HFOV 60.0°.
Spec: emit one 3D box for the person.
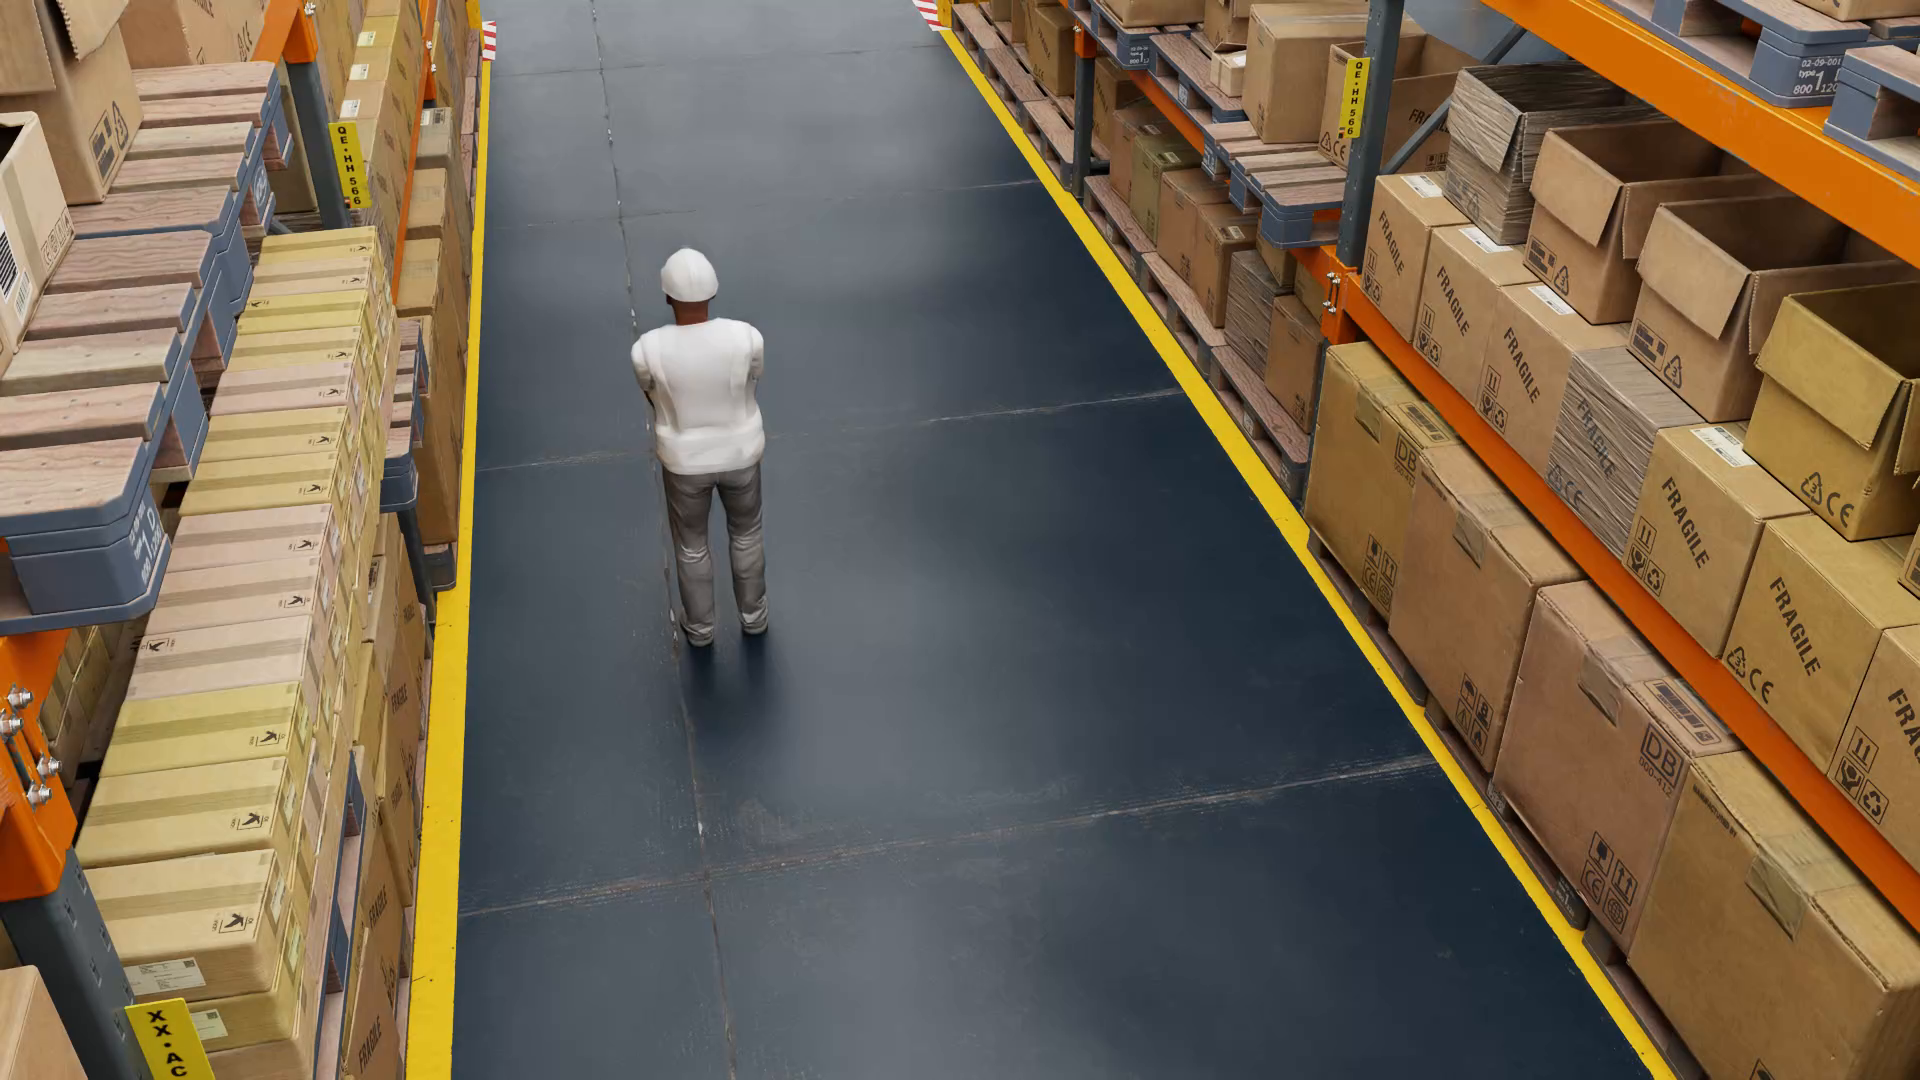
[{"bbox_3d":[-1.026,-0.395,6.705,0.505,1.763,0.557,-7,35,-11],"label":"person"}]
